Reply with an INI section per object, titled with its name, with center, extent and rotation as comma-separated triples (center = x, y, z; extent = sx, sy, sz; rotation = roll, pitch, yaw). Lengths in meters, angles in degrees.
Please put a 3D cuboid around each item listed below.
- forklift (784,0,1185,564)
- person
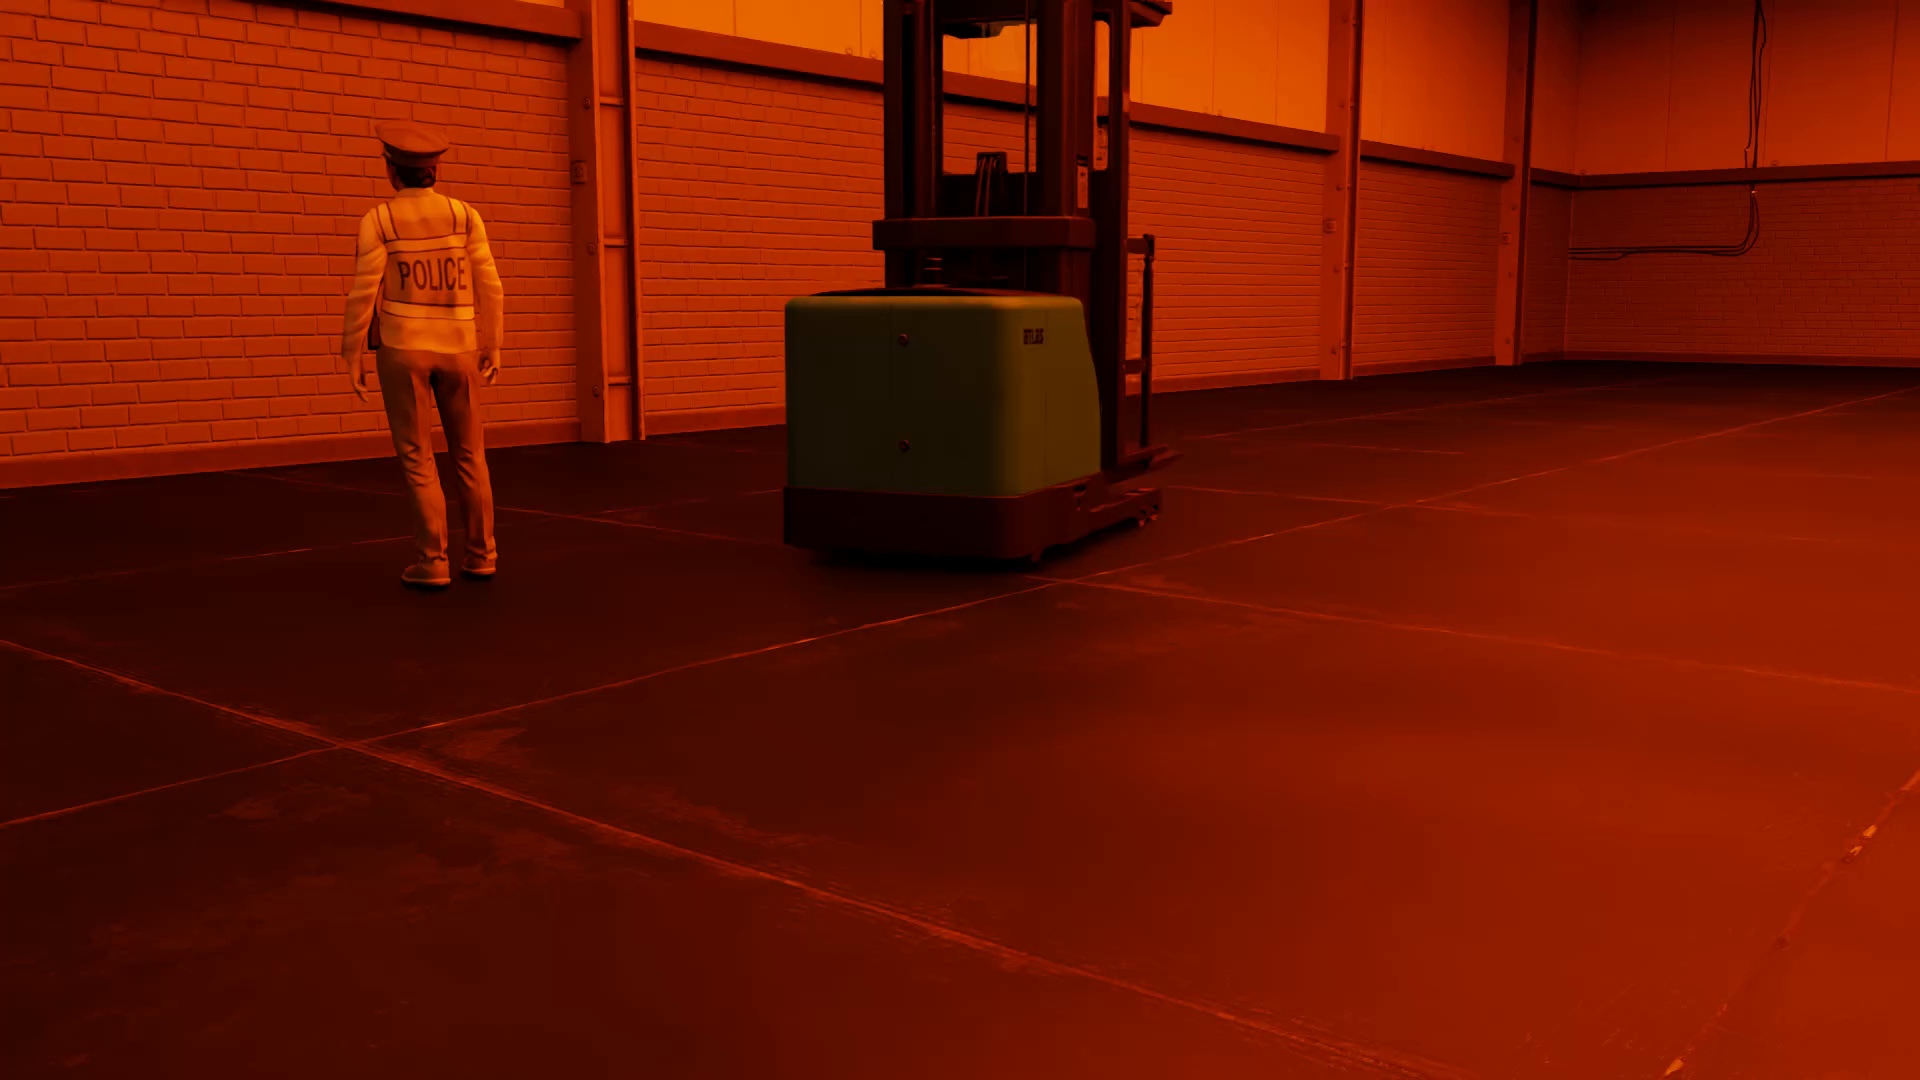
[forklift]
center = 0.330, -1.532, 7.750
extent = 1.130, 2.935, 3.031
rotation = 4, 9, 23
[person]
center = -1.985, -0.676, 6.125
extent = 0.581, 1.696, 0.532
rotation = -5, 10, -32
